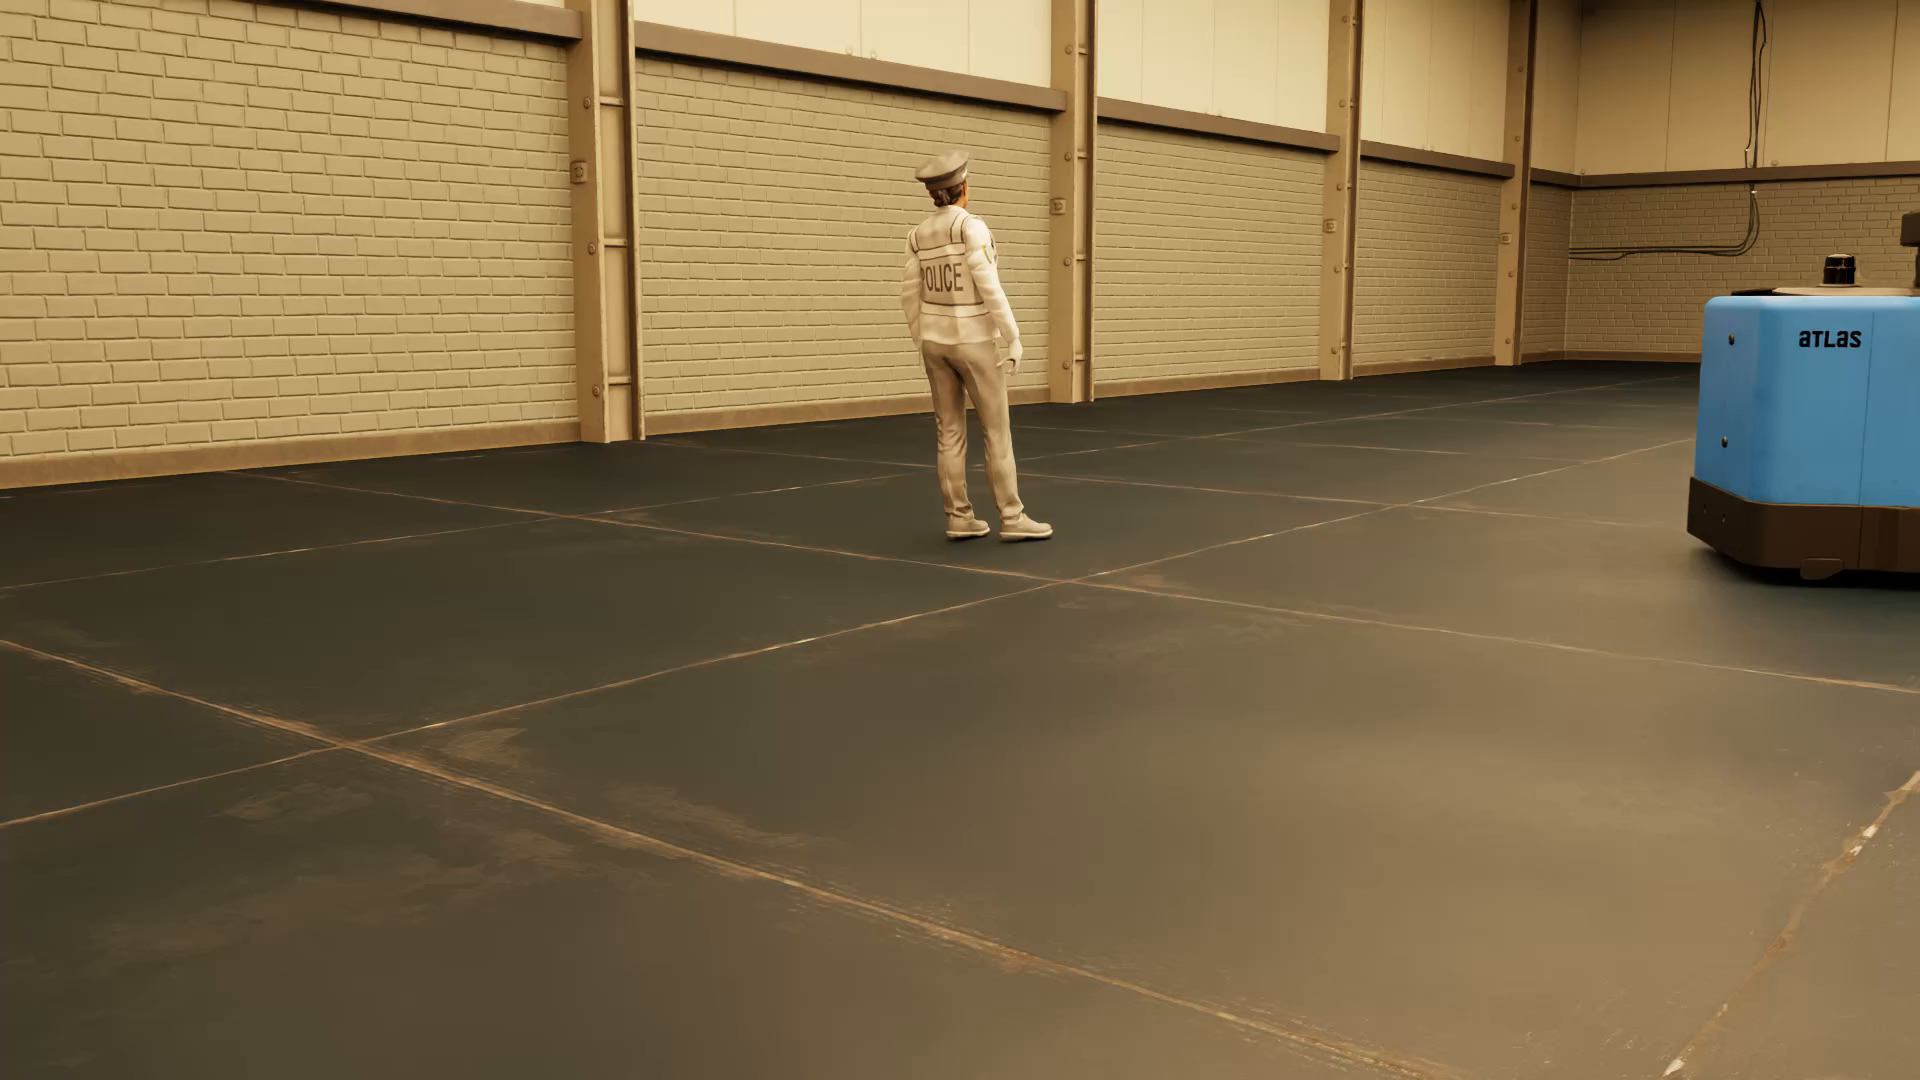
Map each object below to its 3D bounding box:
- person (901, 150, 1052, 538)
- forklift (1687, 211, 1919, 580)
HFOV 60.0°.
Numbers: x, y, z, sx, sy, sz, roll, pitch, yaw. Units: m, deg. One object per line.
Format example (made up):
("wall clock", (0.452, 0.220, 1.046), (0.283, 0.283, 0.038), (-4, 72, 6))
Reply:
("person", (0.049, -0.853, 7.330), (0.586, 1.694, 0.530), (7, 11, 38))
("forklift", (4.530, -1.311, 6.244), (3.031, 2.935, 1.130), (2, 8, 11))
